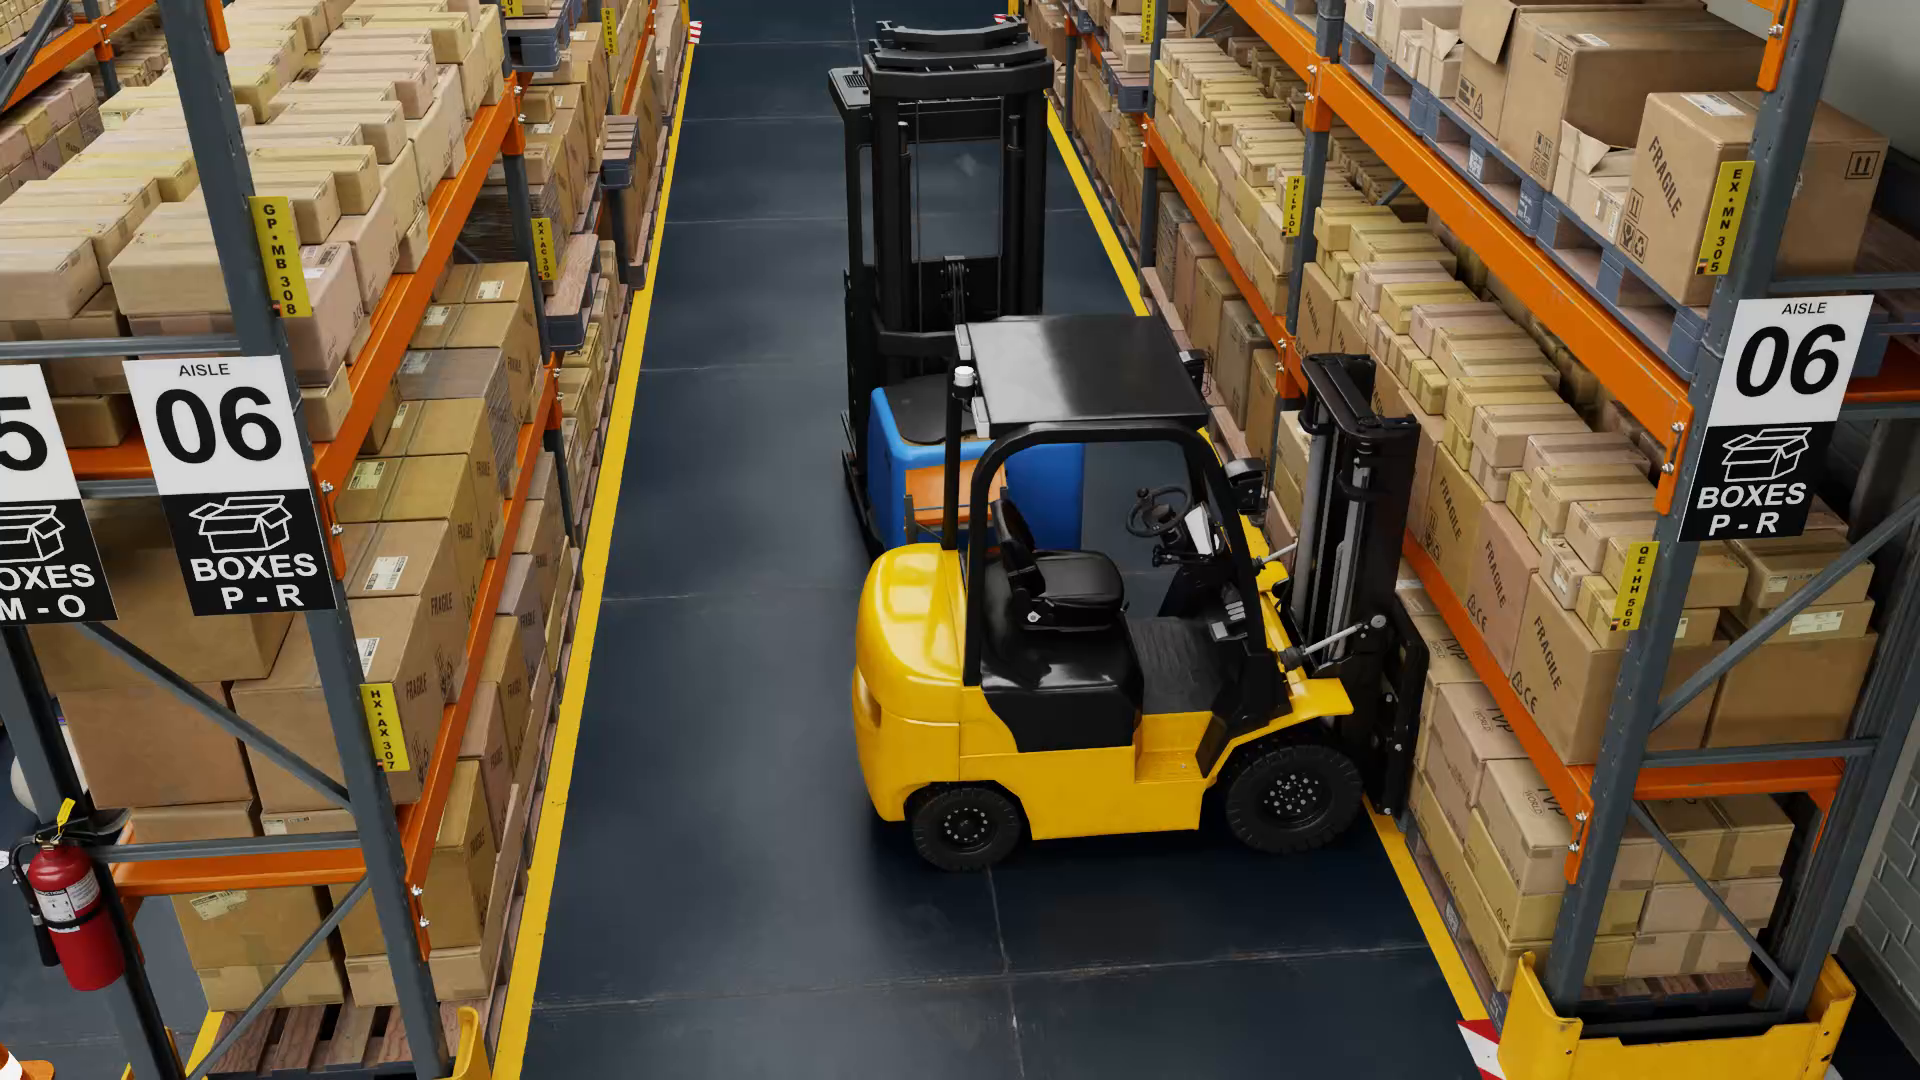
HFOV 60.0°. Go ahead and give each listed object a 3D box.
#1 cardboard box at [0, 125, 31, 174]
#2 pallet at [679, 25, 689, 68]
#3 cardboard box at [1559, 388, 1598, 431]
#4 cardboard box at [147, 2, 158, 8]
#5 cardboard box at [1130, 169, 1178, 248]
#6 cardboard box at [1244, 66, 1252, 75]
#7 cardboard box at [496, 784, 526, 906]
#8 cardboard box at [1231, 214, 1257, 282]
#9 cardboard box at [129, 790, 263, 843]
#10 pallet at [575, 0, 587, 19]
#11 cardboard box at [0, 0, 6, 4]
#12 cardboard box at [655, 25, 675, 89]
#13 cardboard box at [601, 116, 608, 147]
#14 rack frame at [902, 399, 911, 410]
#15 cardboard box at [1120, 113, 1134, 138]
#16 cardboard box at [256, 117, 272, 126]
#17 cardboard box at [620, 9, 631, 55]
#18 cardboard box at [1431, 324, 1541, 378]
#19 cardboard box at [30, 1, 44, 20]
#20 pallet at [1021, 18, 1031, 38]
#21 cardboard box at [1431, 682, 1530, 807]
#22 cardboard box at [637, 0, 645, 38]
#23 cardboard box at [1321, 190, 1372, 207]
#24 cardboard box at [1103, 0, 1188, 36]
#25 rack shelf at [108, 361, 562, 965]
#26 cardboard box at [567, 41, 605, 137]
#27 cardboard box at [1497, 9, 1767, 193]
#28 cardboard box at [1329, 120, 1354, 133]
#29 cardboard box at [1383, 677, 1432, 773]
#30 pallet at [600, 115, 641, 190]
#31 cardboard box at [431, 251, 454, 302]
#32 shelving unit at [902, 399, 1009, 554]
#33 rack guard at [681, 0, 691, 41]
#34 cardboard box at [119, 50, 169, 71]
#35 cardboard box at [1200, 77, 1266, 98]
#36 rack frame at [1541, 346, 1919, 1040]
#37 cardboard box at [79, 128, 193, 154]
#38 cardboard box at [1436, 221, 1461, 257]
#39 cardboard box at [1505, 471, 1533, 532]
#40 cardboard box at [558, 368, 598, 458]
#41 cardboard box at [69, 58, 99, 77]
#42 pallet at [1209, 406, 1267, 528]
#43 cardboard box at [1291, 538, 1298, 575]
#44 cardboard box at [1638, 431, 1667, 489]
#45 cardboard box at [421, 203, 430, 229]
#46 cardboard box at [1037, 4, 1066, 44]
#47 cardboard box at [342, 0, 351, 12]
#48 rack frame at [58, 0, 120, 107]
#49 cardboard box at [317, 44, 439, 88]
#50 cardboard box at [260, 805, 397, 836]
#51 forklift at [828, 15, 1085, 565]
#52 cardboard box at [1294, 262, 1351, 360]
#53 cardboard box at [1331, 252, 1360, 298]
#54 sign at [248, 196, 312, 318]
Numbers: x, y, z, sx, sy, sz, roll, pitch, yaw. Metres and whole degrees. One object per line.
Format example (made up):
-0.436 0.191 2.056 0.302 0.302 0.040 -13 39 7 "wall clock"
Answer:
-7.852 -3.134 13.368 0.500 0.250 0.500 -3 31 -4 "cardboard box"
-3.624 -5.600 18.920 1.003 0.211 1.213 -3 31 -5 "pallet"
2.766 -0.563 7.038 0.380 0.149 0.250 -3 31 -5 "cardboard box"
-8.985 -5.841 18.395 0.380 0.149 0.250 -4 31 -7 "cardboard box"
1.659 -2.670 13.323 0.500 0.500 0.500 -2 31 -3 "cardboard box"
2.231 -3.292 11.994 0.500 0.250 0.500 -2 31 -3 "cardboard box"
-2.122 1.281 6.952 0.500 0.250 0.500 -2 31 -3 "cardboard box"
1.926 -1.752 9.904 0.500 0.250 0.500 -3 31 -5 "cardboard box"
-2.530 0.894 5.573 0.380 0.149 0.250 -2 31 -3 "cardboard box"
-2.707 -3.132 9.327 1.213 0.211 1.003 -3 31 -5 "pallet"
-7.998 -4.474 13.571 0.380 0.149 0.250 -4 31 -6 "cardboard box"
-3.439 -5.023 17.323 0.875 0.438 0.875 -4 31 -6 "cardboard box"
-2.599 -2.774 11.305 0.380 0.149 0.250 -3 31 -5 "cardboard box"
-0.014 -0.273 9.068 0.500 1.125 0.032 -5 31 0 "rack frame"
1.574 -3.522 14.116 0.380 0.149 0.250 -3 31 -5 "cardboard box"
-2.746 -1.412 6.120 0.500 0.250 0.500 -2 31 -4 "cardboard box"
-2.912 -4.057 13.276 0.500 0.250 0.500 -3 31 -5 "cardboard box"
2.261 -0.807 7.156 0.380 0.149 0.250 -3 31 -4 "cardboard box"
-8.041 -4.490 14.178 0.380 0.149 0.250 -3 31 -5 "cardboard box"
1.248 -5.799 19.253 1.003 0.211 1.213 -3 31 -5 "pallet"
2.253 0.817 6.753 0.500 0.250 0.500 -2 31 -4 "cardboard box"
-3.063 -4.618 14.703 0.500 0.250 0.500 -3 31 -5 "cardboard box"
2.033 -1.800 9.109 0.380 0.149 0.250 -2 31 -3 "cardboard box"
1.576 -4.406 13.692 0.797 0.503 0.637 -3 31 -6 "cardboard box"
-2.468 0.255 7.100 1.077 0.370 4.000 -3 31 -5 "rack shelf"
-2.651 -2.986 11.027 0.500 0.500 0.500 -3 31 -5 "cardboard box"
2.380 -1.569 5.922 0.700 0.500 0.500 -3 31 -4 "cardboard box"
2.400 -2.480 10.246 0.380 0.149 0.250 -3 31 -5 "cardboard box"
2.198 0.760 7.337 0.500 0.250 0.500 -3 31 -6 "cardboard box"
-2.856 -2.677 11.493 1.213 0.211 1.003 -3 31 -5 "pallet"
-2.830 -1.440 7.873 0.700 0.500 0.500 -3 31 -5 "cardboard box"
0.005 -0.011 8.633 0.538 1.125 1.048 -5 31 0 "shelving unit"
-3.779 -6.141 19.544 1.175 0.500 0.348 -3 31 -5 "rack guard"
-8.177 -4.805 16.659 0.380 0.149 0.250 -2 31 -4 "cardboard box"
1.815 -2.976 11.077 0.380 0.149 0.250 -2 31 -4 "cardboard box"
2.660 0.727 5.608 1.000 3.000 0.127 -3 31 -5 "rack frame"
-2.623 -1.234 5.433 0.380 0.149 0.250 -3 31 -5 "cardboard box"
2.599 -1.486 8.292 0.380 0.149 0.250 -4 31 -6 "cardboard box"
2.320 -0.149 6.345 0.380 0.149 0.250 -3 31 -5 "cardboard box"
-2.777 -0.762 10.254 0.950 0.372 0.625 -1 31 -1 "cardboard box"
-8.654 -4.644 16.389 0.380 0.149 0.250 -2 31 -3 "cardboard box"
2.179 -0.492 10.368 1.003 0.211 1.213 -3 31 -5 "pallet"
2.065 0.206 8.751 0.500 0.250 0.500 -3 31 -6 "cardboard box"
2.803 -0.300 6.307 0.380 0.149 0.250 -3 31 -4 "cardboard box"
-2.179 -1.190 6.137 0.380 0.149 0.250 -4 31 -6 "cardboard box"
1.119 -5.519 18.093 0.500 0.500 0.500 -2 31 -4 "cardboard box"
-2.951 -2.421 7.421 0.380 0.149 0.250 -3 31 -5 "cardboard box"
-8.322 -4.871 14.980 1.000 3.000 0.127 -3 31 -5 "rack frame"
-2.220 -1.787 6.359 0.380 0.149 0.250 -2 31 -4 "cardboard box"
-2.107 0.891 5.578 0.380 0.149 0.250 -3 31 -4 "cardboard box"
-0.122 -1.574 9.527 1.130 2.935 3.031 -6 31 -10 "forklift"
2.068 -1.119 8.601 0.500 0.500 0.500 -4 31 -6 "cardboard box"
2.080 -1.329 8.320 0.380 0.149 0.250 -2 31 -3 "cardboard box"
-1.741 -0.722 4.257 0.100 0.325 0.005 -3 31 -5 "sign"
